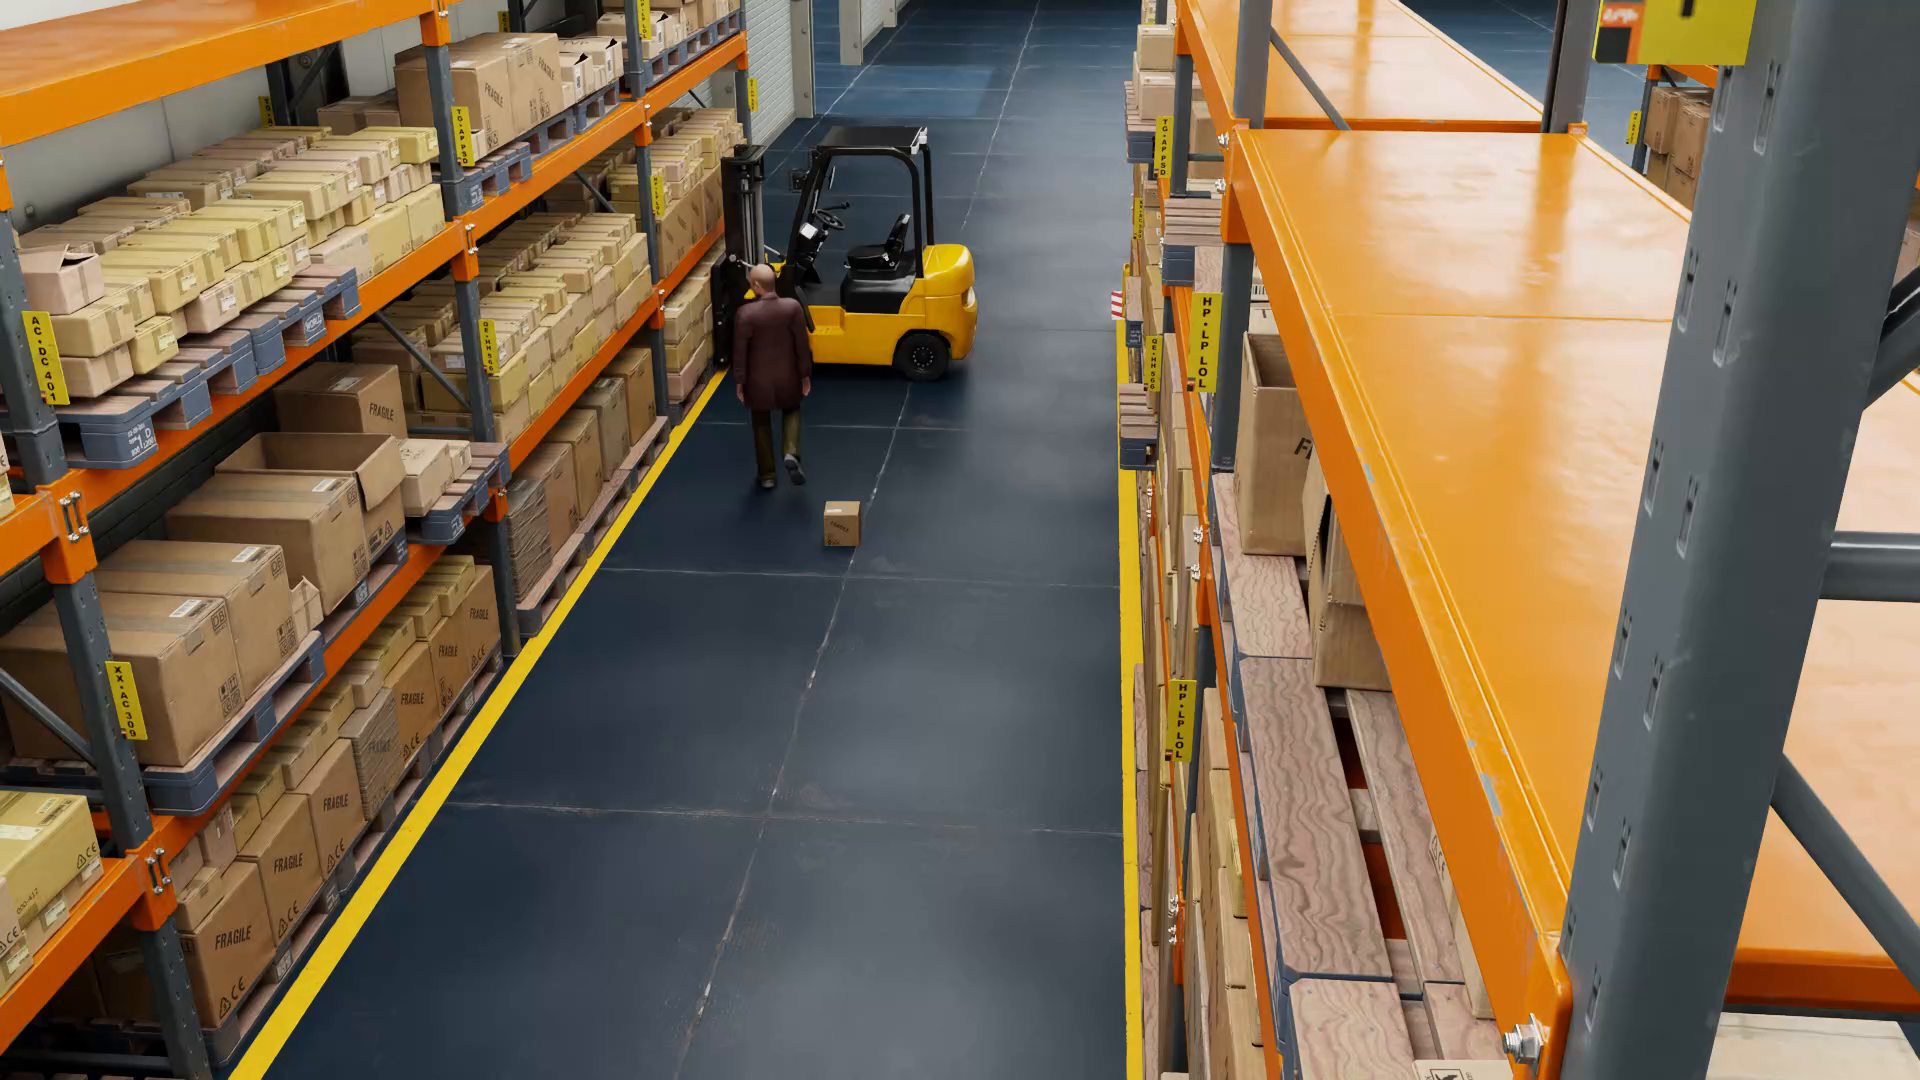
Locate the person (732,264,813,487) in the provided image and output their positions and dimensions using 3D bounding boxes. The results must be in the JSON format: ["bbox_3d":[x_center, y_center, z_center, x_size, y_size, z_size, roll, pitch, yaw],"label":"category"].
[{"bbox_3d":[-1.446,-1.249,12.770,0.609,1.776,0.581,-8,25,-16],"label":"person"}]
